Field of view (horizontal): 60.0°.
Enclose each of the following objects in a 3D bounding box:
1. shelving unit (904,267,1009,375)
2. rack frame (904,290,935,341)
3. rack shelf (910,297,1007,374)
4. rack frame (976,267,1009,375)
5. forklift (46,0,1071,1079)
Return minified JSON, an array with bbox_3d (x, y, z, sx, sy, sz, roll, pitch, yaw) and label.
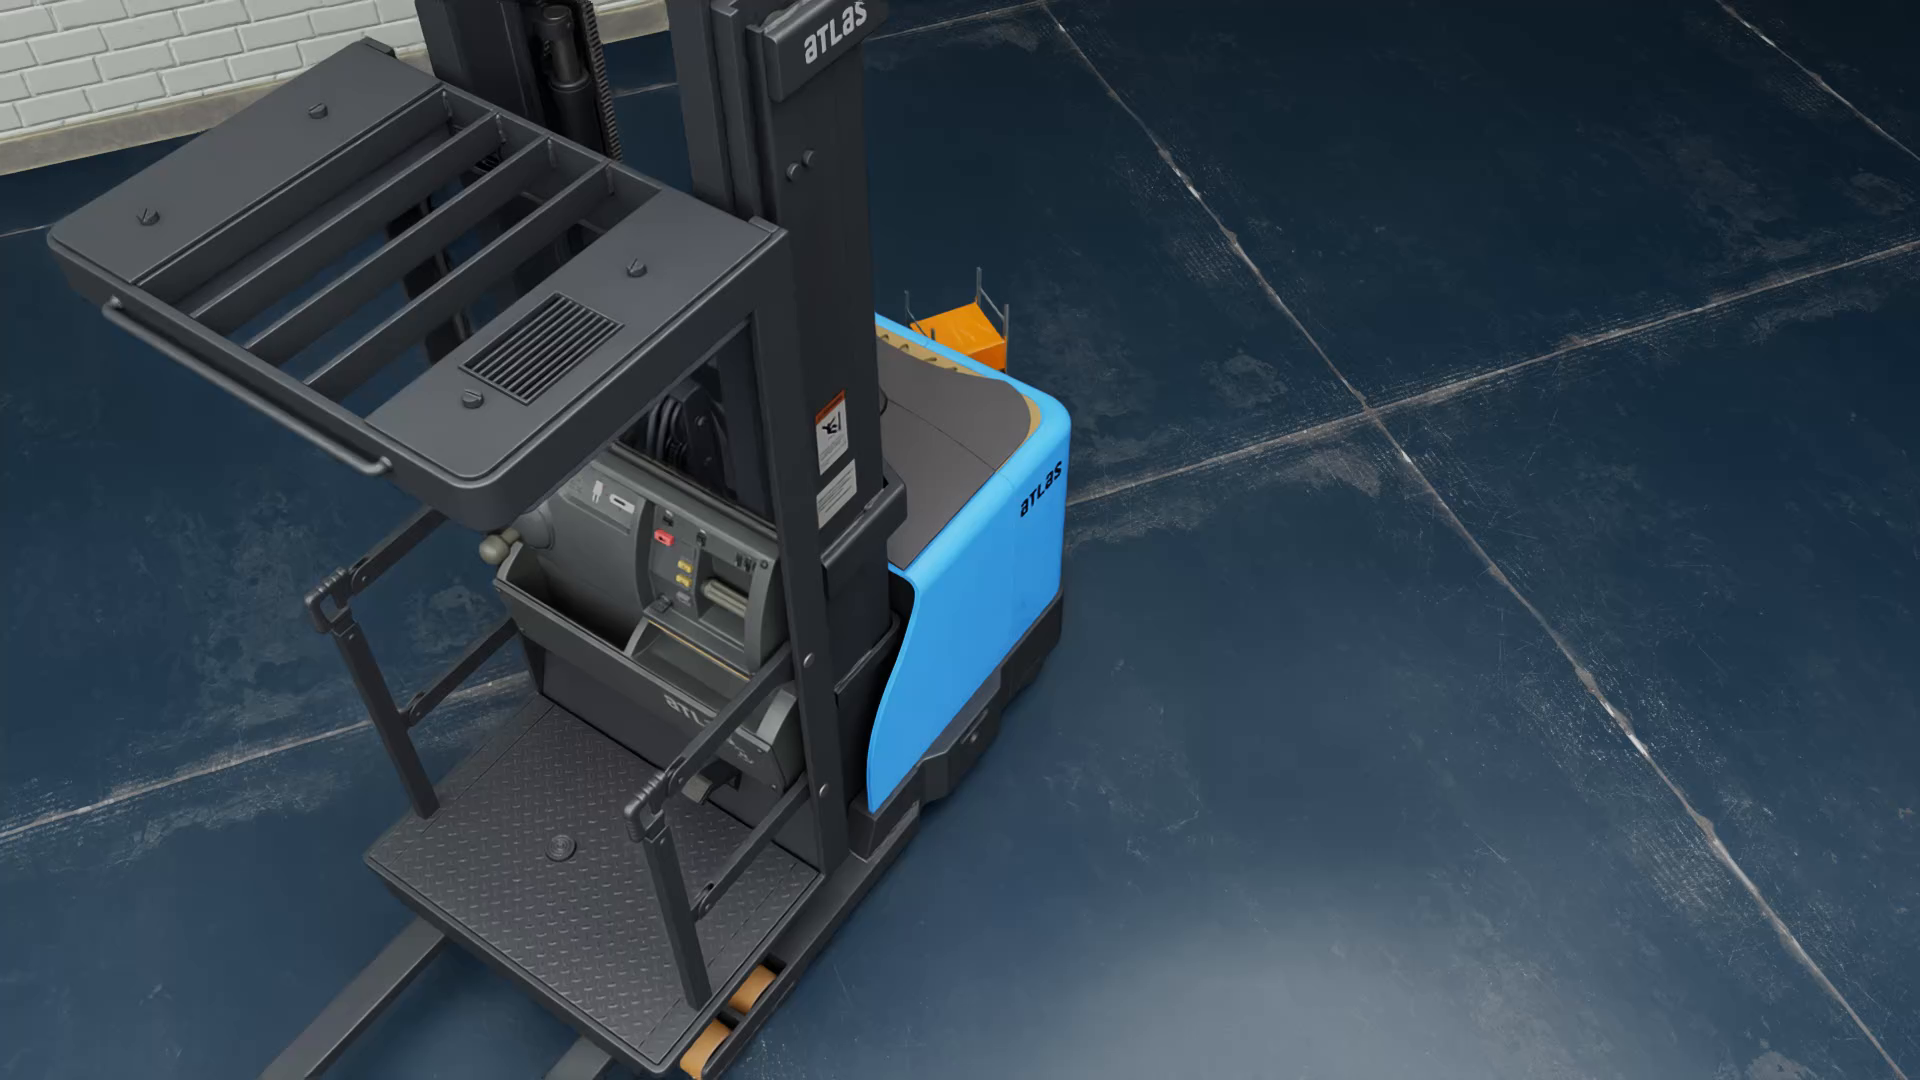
[{"bbox_3d":[-0.011,-0.384,5.388,0.252,1.050,0.215,-21,52,-17],"label":"shelving unit"},{"bbox_3d":[-0.120,-0.343,5.352,0.008,1.050,0.200,-21,52,-17],"label":"rack frame"},{"bbox_3d":[-0.011,-0.562,5.180,0.240,0.259,0.215,-21,52,-17],"label":"rack shelf"},{"bbox_3d":[0.098,-0.425,5.423,0.008,1.050,0.200,-21,52,-17],"label":"rack frame"},{"bbox_3d":[-0.923,0.080,3.749,1.130,2.935,3.031,28,55,22],"label":"forklift"}]
